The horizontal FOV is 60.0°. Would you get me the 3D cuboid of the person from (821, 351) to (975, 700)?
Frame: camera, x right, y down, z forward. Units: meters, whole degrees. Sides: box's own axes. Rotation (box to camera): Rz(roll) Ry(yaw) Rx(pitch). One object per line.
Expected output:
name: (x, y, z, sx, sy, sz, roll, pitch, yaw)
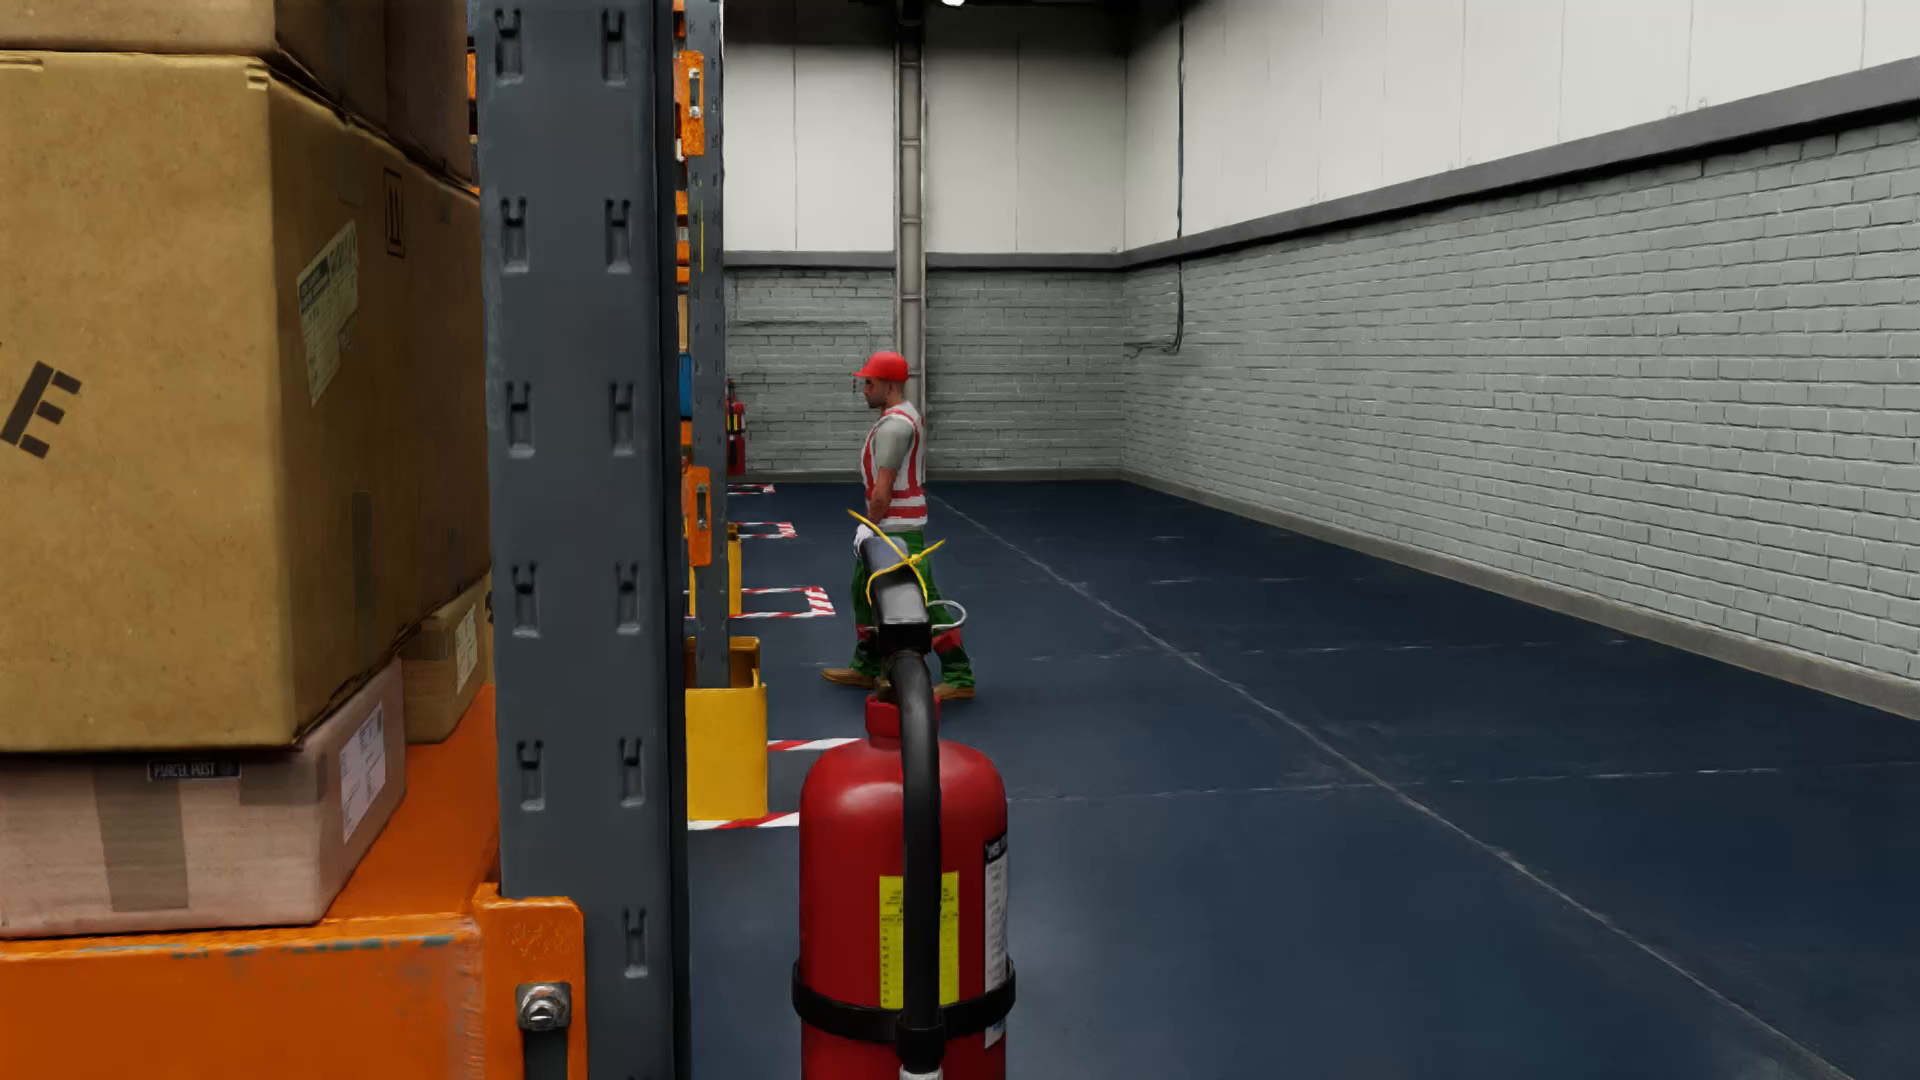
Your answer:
person: (-0.326, -0.073, 8.392, 0.805, 1.754, 0.610, 0, 6, 0)
